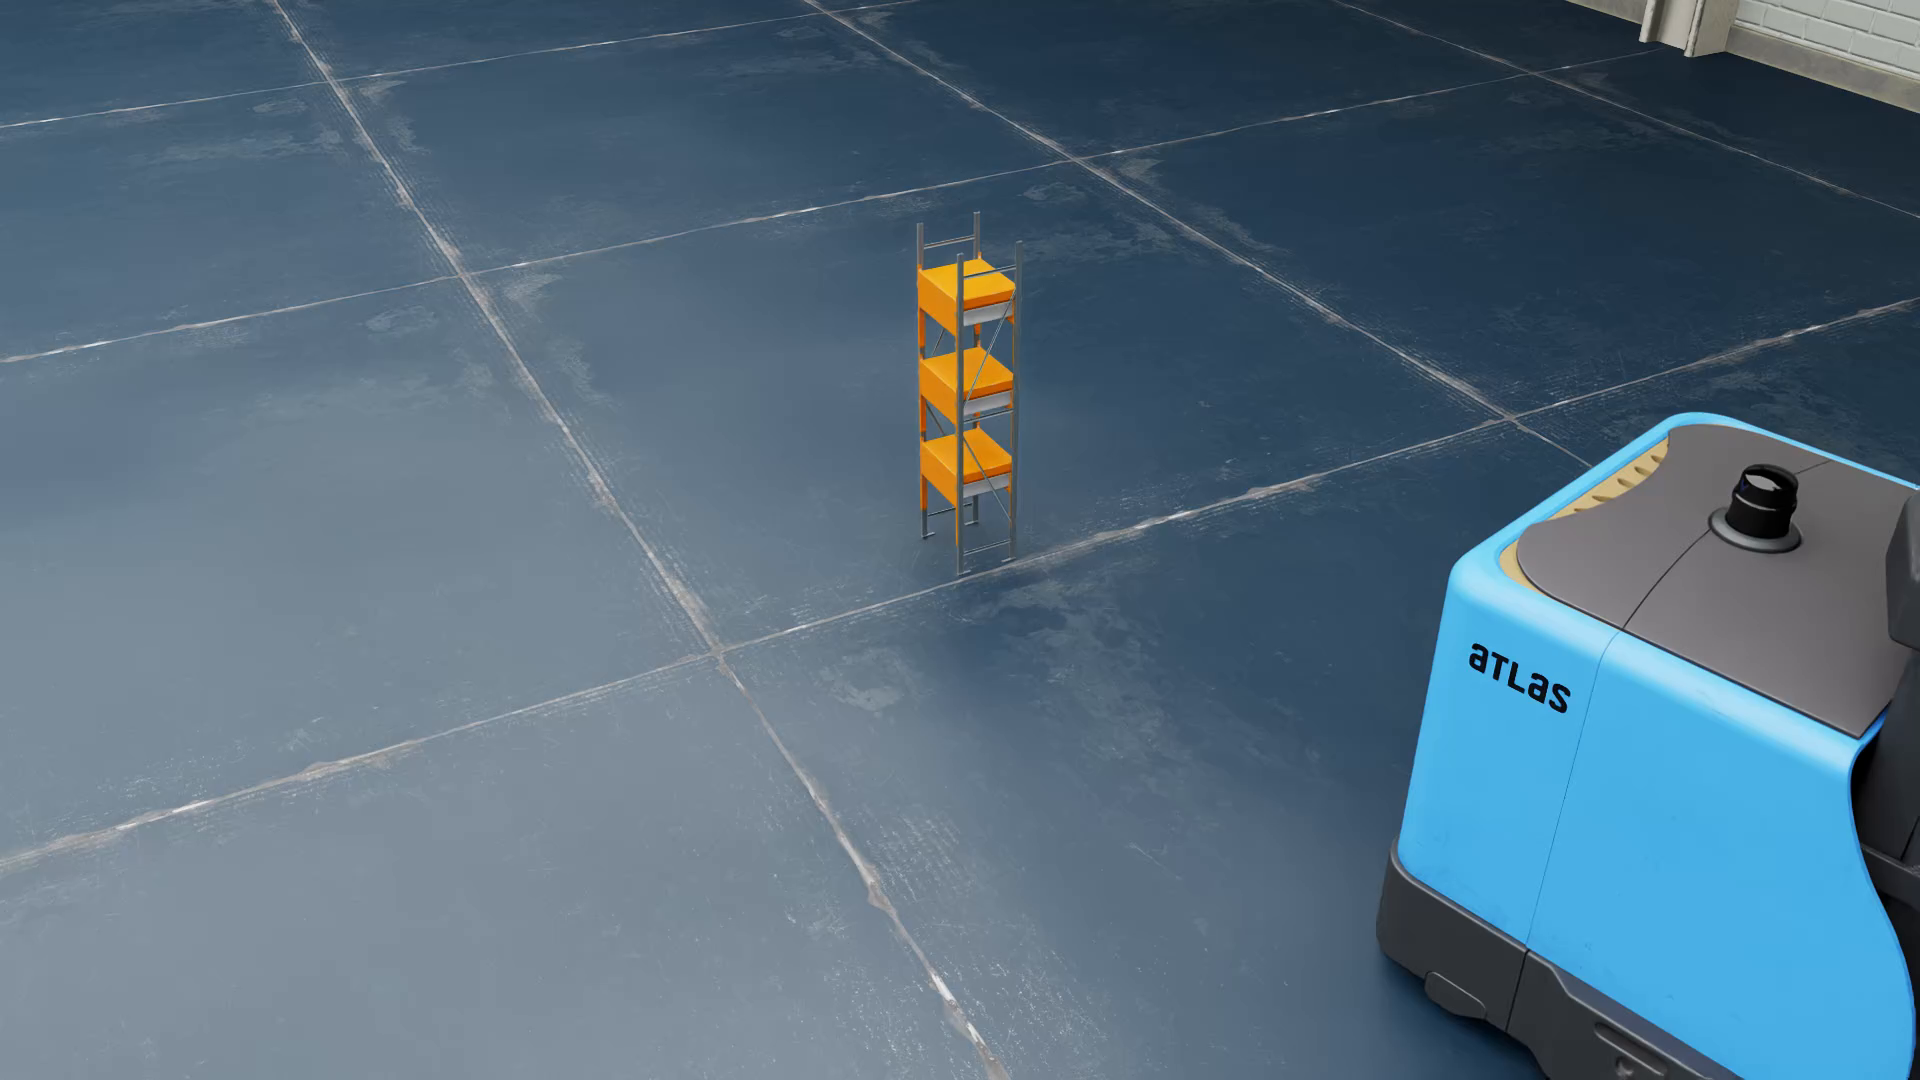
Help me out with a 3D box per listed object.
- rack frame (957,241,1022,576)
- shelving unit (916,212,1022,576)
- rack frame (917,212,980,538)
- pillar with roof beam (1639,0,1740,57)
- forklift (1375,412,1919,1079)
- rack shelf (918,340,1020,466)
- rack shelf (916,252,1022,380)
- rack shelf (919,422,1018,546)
[{"bbox_3d":[0.082,-0.358,4.836,0.200,1.050,0.008,-16,36,-23],"label":"rack frame"},{"bbox_3d":[0.025,-0.417,4.927,0.215,1.050,0.252,-16,36,-23],"label":"shelving unit"},{"bbox_3d":[-0.032,-0.475,5.018,0.200,1.050,0.008,-16,36,-23],"label":"rack frame"},{"bbox_3d":[0.453,-5.624,5.686,9.100,9.000,0.400,-16,36,-23],"label":"pillar with roof beam"},{"bbox_3d":[2.306,0.118,2.350,1.130,2.935,3.031,-27,41,-35],"label":"forklift"},{"bbox_3d":[0.025,-0.408,4.933,0.215,0.259,0.240,-16,36,-23],"label":"rack shelf"},{"bbox_3d":[0.025,-0.647,4.780,0.215,0.259,0.240,-16,36,-23],"label":"rack shelf"},{"bbox_3d":[0.025,-0.174,5.083,0.215,0.259,0.240,-16,36,-23],"label":"rack shelf"}]
